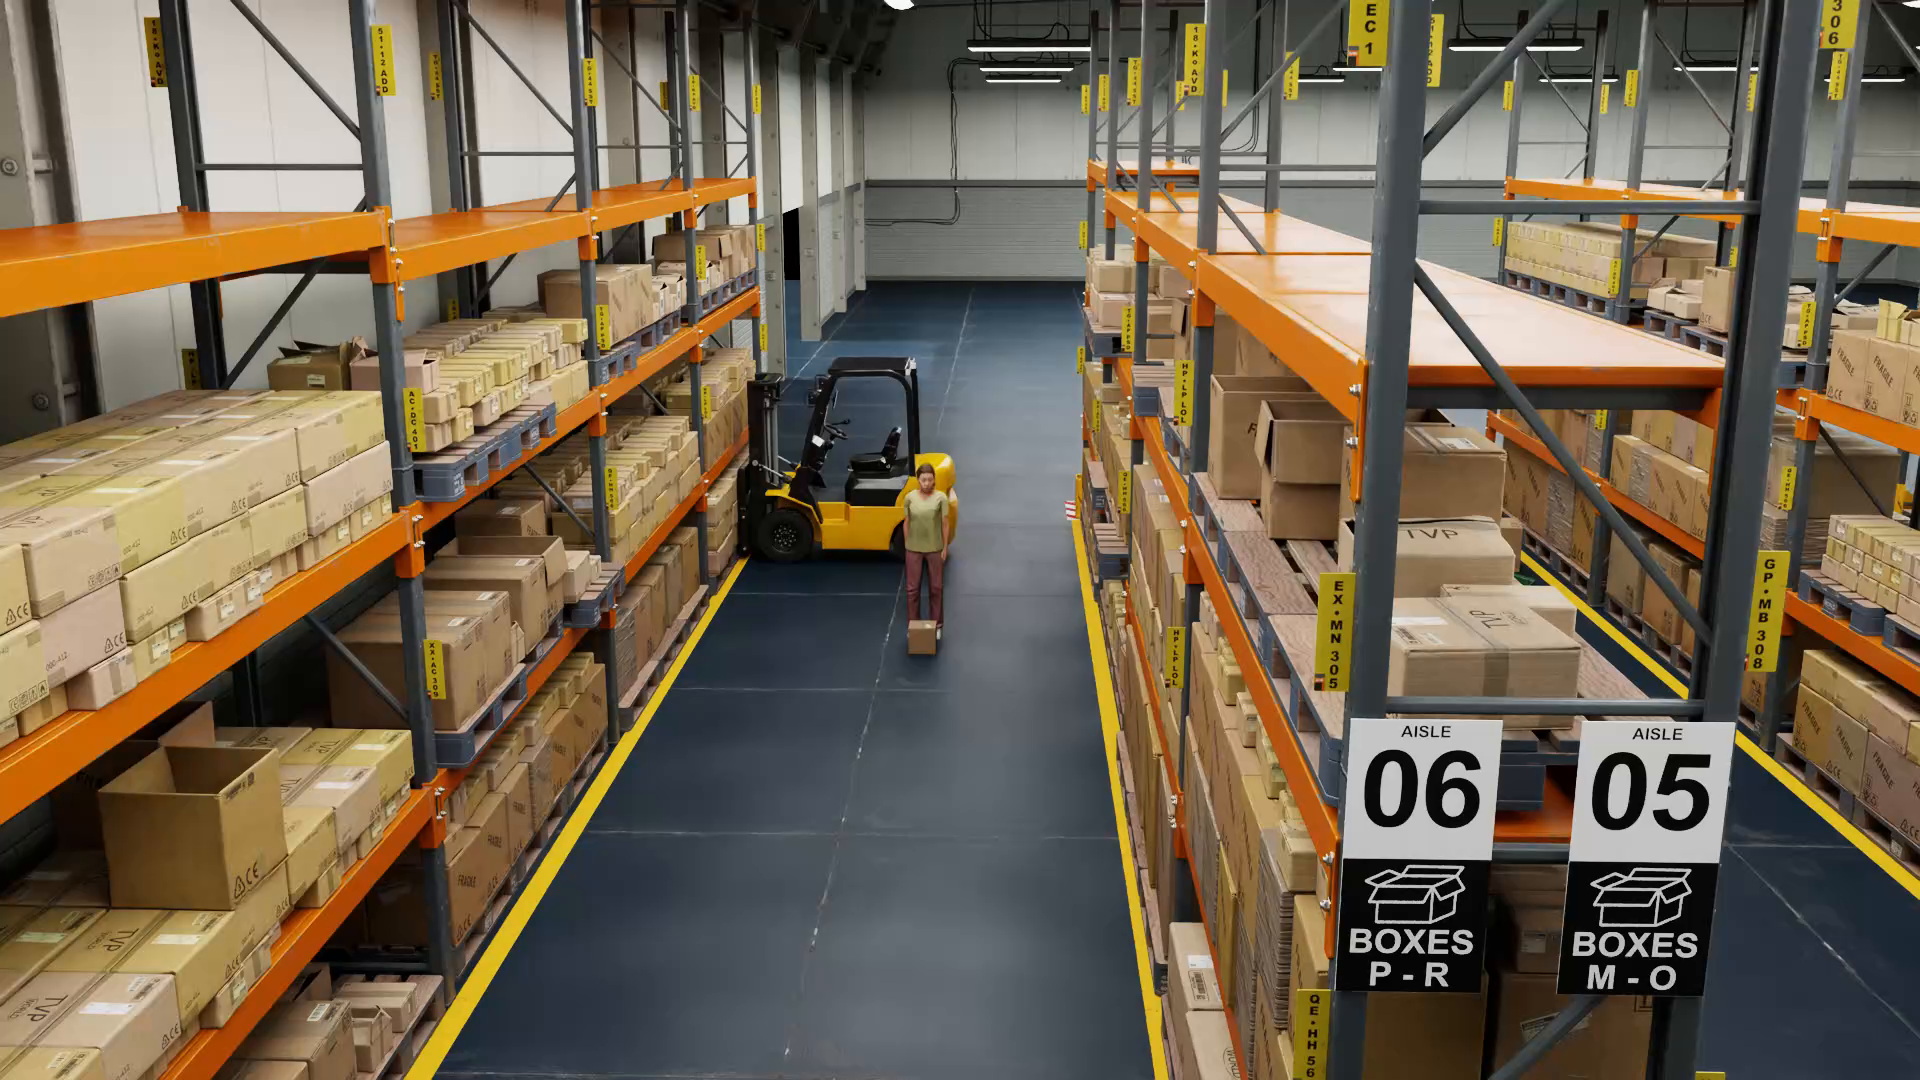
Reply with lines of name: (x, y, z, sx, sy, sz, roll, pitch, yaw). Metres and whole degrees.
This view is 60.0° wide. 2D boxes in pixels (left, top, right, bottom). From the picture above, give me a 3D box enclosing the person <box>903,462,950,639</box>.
person: (-0.318, 0.097, 15.644, 0.443, 1.680, 0.362, 1, 14, 3)
